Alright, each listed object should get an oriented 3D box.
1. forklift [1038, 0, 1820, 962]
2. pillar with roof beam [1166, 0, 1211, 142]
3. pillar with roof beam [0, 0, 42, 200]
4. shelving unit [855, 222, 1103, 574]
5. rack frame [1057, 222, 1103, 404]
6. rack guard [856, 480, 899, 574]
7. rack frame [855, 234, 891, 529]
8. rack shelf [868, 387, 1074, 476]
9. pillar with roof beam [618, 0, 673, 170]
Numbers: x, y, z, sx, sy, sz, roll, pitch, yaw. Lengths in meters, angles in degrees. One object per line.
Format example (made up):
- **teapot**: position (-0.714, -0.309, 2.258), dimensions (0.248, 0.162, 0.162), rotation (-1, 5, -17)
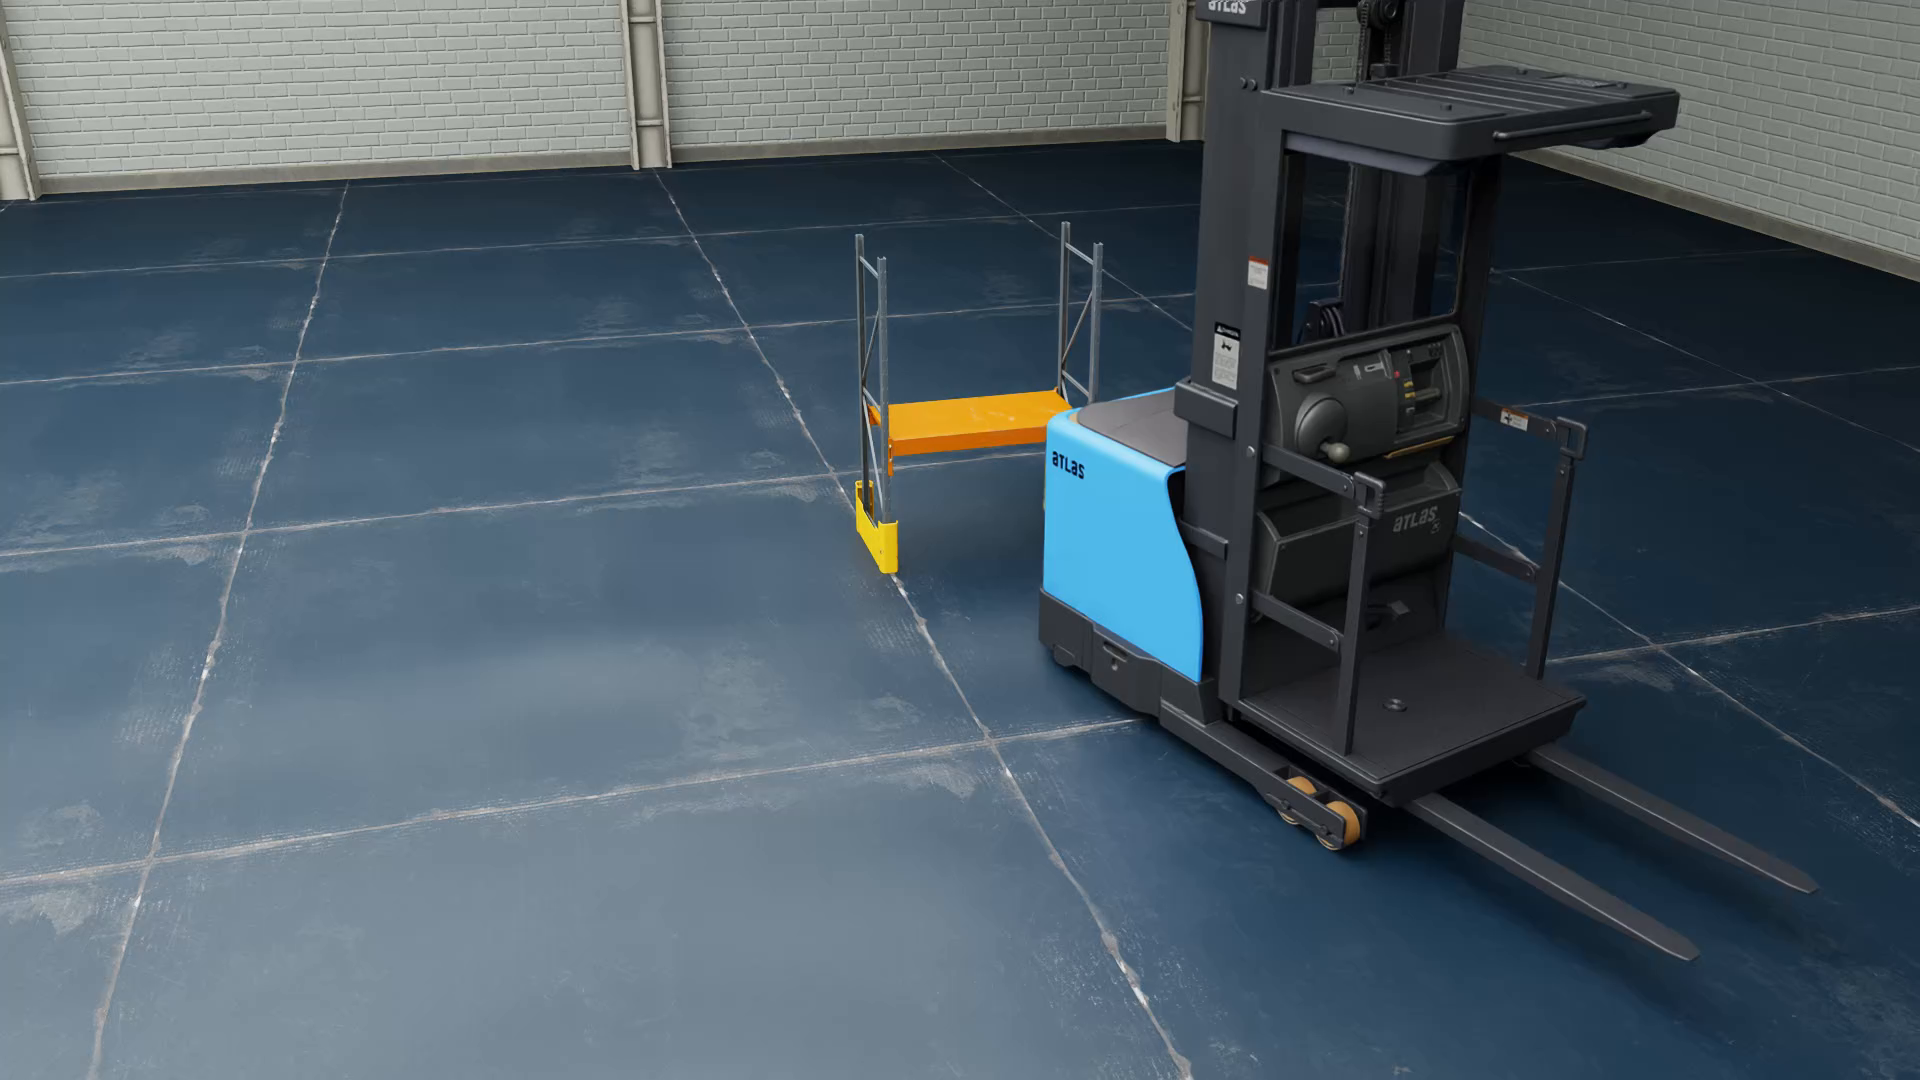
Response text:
- **forklift**: position (1.564, -0.489, 5.671), dimensions (1.130, 2.935, 3.031), rotation (-15, 27, -30)
- **pillar with roof beam**: position (3.726, -7.039, 13.242), dimensions (0.400, 9.000, 9.100), rotation (-6, 24, -14)
- **pillar with roof beam**: position (-7.828, -5.761, 10.264), dimensions (0.400, 9.000, 9.100), rotation (-6, 24, -14)
- **shelving unit**: position (0.073, -0.697, 7.973), dimensions (1.083, 1.500, 0.587), rotation (-6, 24, -14)
- **rack frame**: position (0.572, -0.752, 8.102), dimensions (0.032, 1.500, 0.500), rotation (-6, 24, -14)
- **rack guard**: position (-0.406, -0.070, 8.096), dimensions (0.087, 0.250, 0.587), rotation (-6, 24, -14)
- **rack frame**: position (-0.407, -0.644, 7.849), dimensions (0.032, 1.500, 0.500), rotation (-6, 24, -14)
- **rack shelf**: position (0.082, -0.533, 8.046), dimensions (1.000, 0.185, 0.538), rotation (-6, 24, -14)
- **pillar with roof beam**: position (-2.051, -6.400, 11.753), dimensions (0.400, 9.000, 9.100), rotation (-6, 24, -14)
